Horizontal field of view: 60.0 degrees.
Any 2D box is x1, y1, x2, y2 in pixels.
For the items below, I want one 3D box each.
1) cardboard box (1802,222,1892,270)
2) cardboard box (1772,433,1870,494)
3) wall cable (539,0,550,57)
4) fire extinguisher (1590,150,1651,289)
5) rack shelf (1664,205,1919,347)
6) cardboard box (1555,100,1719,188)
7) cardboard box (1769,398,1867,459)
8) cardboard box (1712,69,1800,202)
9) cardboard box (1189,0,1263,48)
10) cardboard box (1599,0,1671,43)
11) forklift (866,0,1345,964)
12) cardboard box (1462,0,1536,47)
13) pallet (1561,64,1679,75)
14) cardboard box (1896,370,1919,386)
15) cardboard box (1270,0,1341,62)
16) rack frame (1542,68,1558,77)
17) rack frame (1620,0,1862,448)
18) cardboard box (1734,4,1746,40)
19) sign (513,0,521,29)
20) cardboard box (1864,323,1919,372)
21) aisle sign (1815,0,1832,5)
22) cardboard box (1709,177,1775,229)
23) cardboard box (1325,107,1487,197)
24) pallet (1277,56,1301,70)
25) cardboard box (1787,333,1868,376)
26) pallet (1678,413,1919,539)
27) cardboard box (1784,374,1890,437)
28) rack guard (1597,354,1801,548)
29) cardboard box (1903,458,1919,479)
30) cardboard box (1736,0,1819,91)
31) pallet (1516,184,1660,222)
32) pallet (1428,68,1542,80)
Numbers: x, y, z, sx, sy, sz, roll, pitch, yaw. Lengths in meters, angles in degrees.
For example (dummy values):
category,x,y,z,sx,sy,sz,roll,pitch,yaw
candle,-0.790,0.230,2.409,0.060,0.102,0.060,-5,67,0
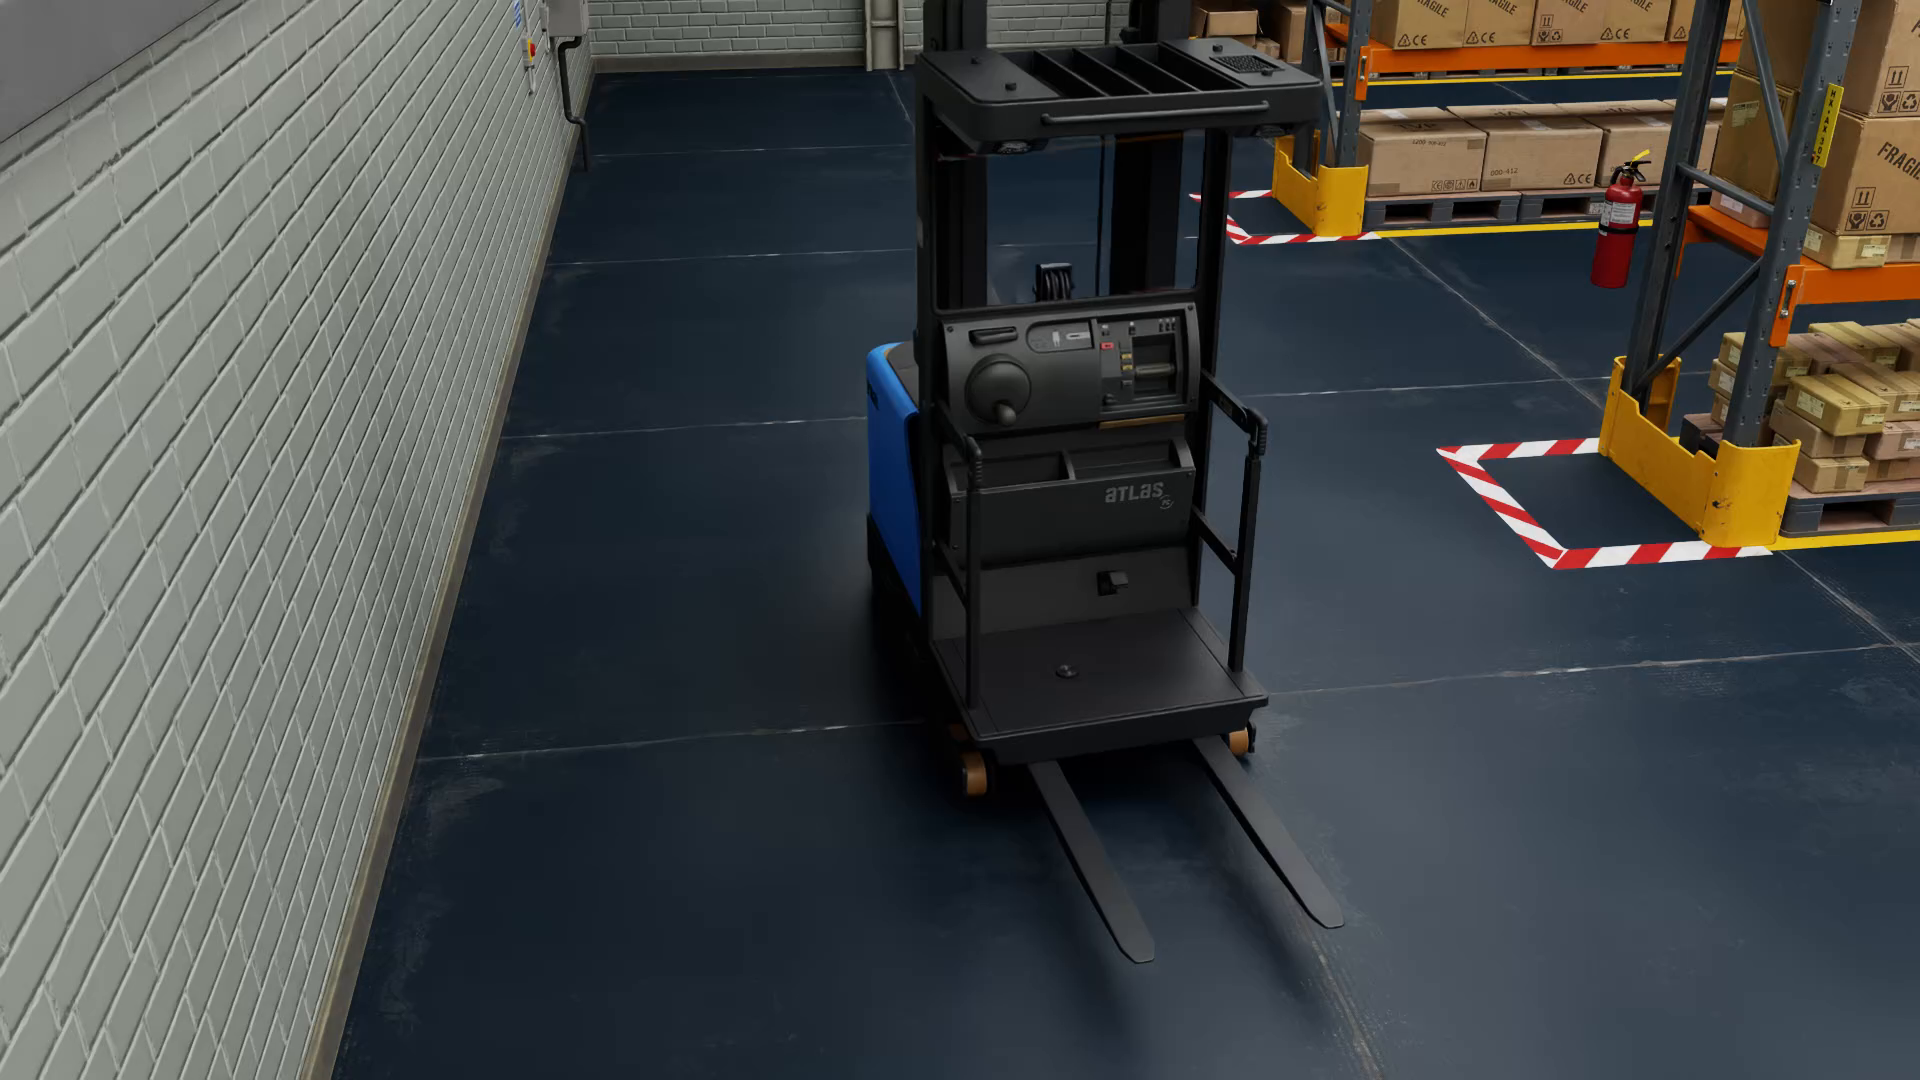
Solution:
category,x,y,z,sx,sy,sz,roll,pitch,yaw
cardboard box,3.853,-1.324,7.320,0.250,0.149,0.380,-4,27,-8
cardboard box,4.050,-0.370,7.849,0.250,0.149,0.380,-3,27,-6
wall cable,-3.092,-4.518,12.157,0.122,1.984,0.588,-4,27,-7
fire extinguisher,3.173,-1.556,7.989,0.183,0.674,0.296,-4,27,-7
rack shelf,5.467,-1.371,7.923,4.000,0.370,1.077,-4,27,-7
cardboard box,5.135,-3.047,12.750,0.875,0.438,0.875,-4,27,-9
cardboard box,4.041,-0.532,7.837,0.250,0.149,0.380,-3,27,-5
cardboard box,3.896,-1.885,7.703,0.500,0.500,0.500,-3,27,-6
cardboard box,2.621,-5.111,16.699,0.637,0.503,0.797,-5,28,-9
cardboard box,4.709,-3.848,11.855,0.500,0.500,0.500,-3,27,-5
forklift,0.455,-0.577,5.664,1.130,2.935,3.031,-7,28,-13
cardboard box,3.709,-3.785,11.731,0.500,0.500,0.500,-4,27,-8
pallet,6.763,-5.121,17.499,1.213,0.211,1.003,-4,27,-7
cardboard box,4.577,-0.656,7.755,0.250,0.149,0.380,-4,27,-7
cardboard box,3.473,-5.146,16.771,0.500,0.500,0.700,-3,27,-5
rack frame,5.963,-6.293,16.728,0.127,3.000,1.000,-4,27,-7
rack frame,3.487,-1.563,7.511,0.127,3.000,1.000,-4,27,-7
cardboard box,5.726,-3.913,11.982,0.500,0.500,0.500,-4,27,-8
sign,-2.937,-3.520,11.029,0.001,0.218,0.327,-4,27,-7
cardboard box,4.737,-0.947,8.320,0.250,0.149,0.380,-5,28,-9
aisle sign,3.456,-2.580,6.644,0.004,0.787,0.394,-4,27,-7
cardboard box,3.770,-1.600,7.858,0.250,0.149,0.380,-4,27,-7
cardboard box,3.337,-2.929,12.519,0.875,0.438,0.875,-5,28,-9
pallet,2.866,-4.854,16.978,1.213,0.211,1.003,-4,27,-7
cardboard box,4.233,-0.885,8.200,0.250,0.149,0.380,-3,27,-6
pallet,4.372,-0.363,8.227,1.213,0.211,1.003,-4,27,-7
cardboard box,4.053,-0.626,7.696,0.250,0.149,0.380,-5,28,-9
rack guard,3.562,-0.456,8.091,0.348,0.500,1.175,-4,27,-7
cardboard box,4.543,-0.443,7.991,0.250,0.149,0.380,-3,27,-7
cardboard box,3.905,-2.327,7.468,0.500,0.500,0.500,-4,27,-8
pallet,4.683,-2.716,12.813,1.213,0.211,1.003,-4,27,-7
pallet,5.283,-5.009,17.281,1.213,0.211,1.003,-4,27,-7
